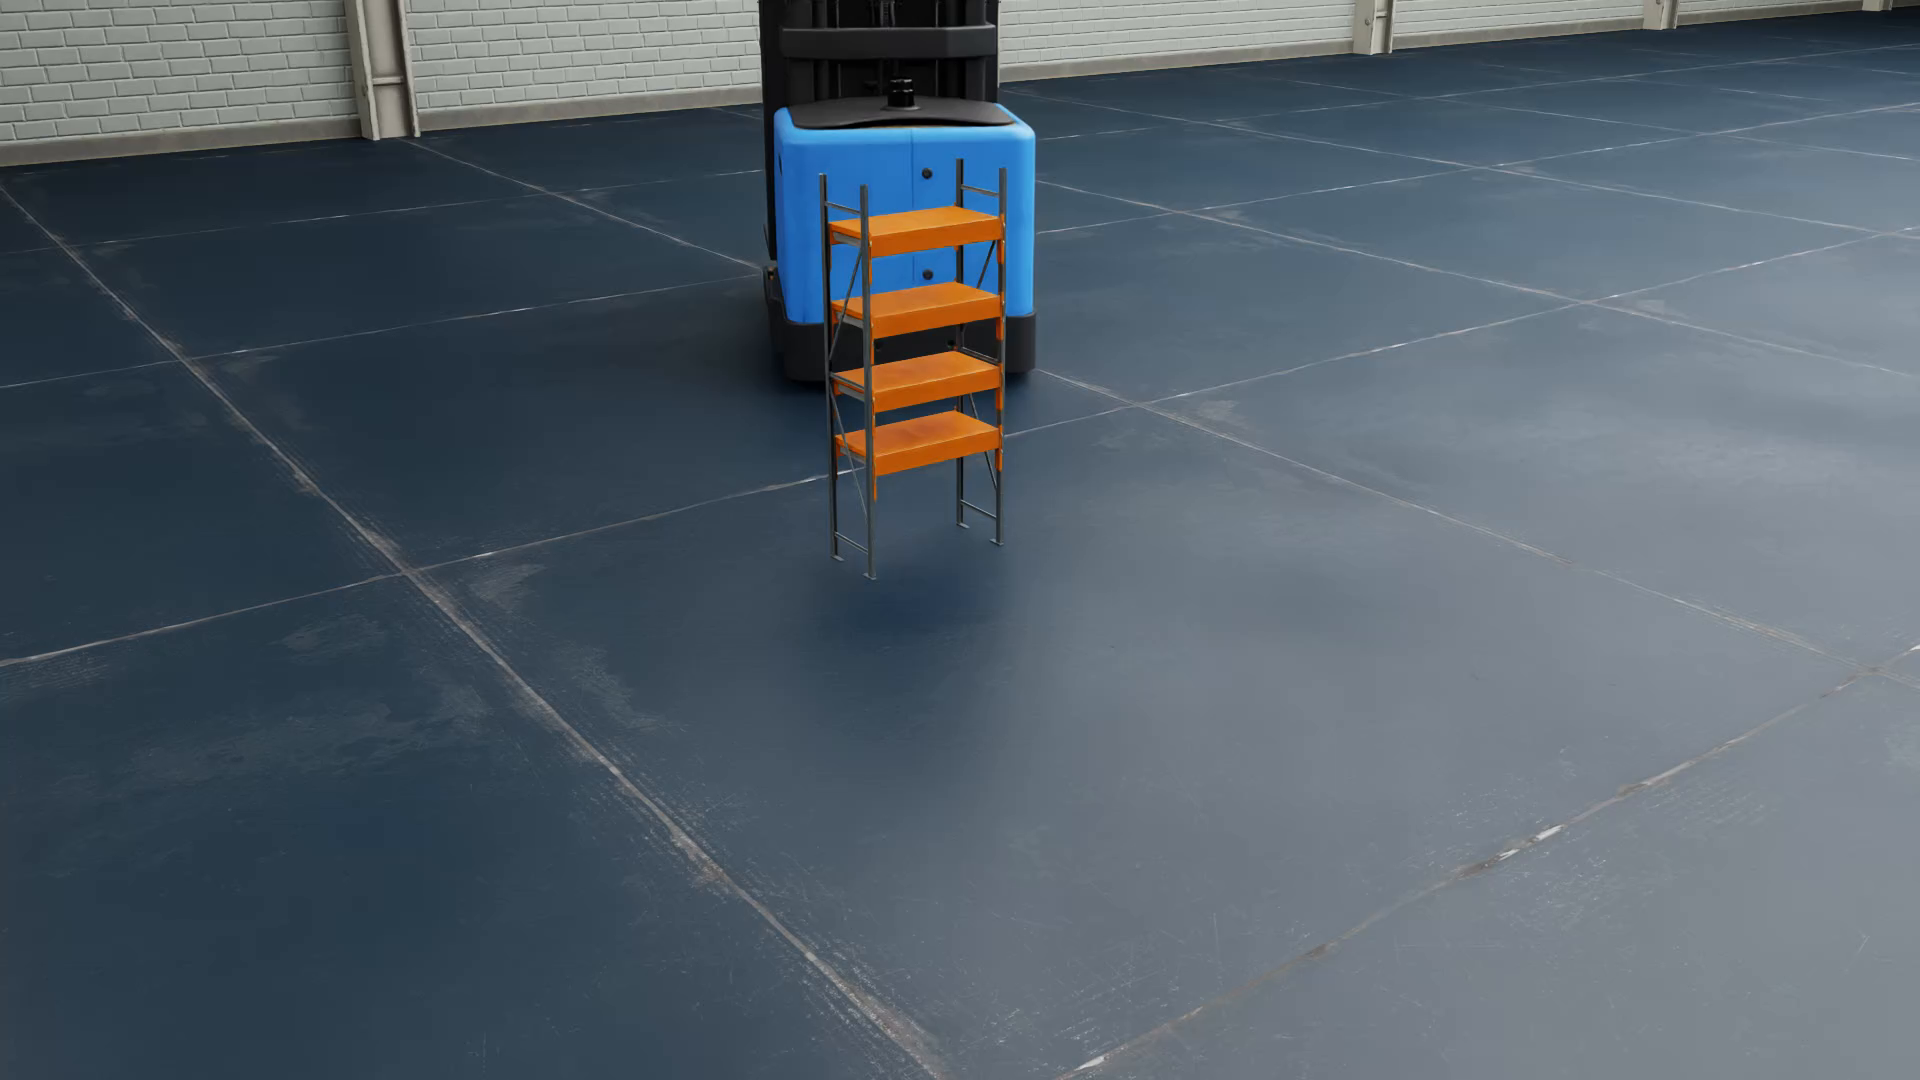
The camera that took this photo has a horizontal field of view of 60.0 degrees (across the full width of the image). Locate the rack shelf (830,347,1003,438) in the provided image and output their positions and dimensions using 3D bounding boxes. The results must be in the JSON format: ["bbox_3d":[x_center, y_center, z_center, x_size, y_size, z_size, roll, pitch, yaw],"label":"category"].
[{"bbox_3d":[-0.134,-0.459,5.109,0.480,0.148,0.258,-15,26,-33],"label":"rack shelf"}]

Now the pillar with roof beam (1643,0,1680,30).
[{"bbox_3d":[12.406,-10.131,18.644,0.400,9.000,9.100,-15,26,-33],"label":"pillar with roof beam"}]

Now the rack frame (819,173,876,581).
[{"bbox_3d":[-0.332,-0.469,4.952,0.015,1.200,0.240,-15,26,-33],"label":"rack frame"}]

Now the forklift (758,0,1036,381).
[{"bbox_3d":[-0.404,-2.524,7.768,1.130,2.935,3.031,-3,22,-8],"label":"forklift"}]

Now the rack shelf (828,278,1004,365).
[{"bbox_3d":[-0.134,-0.667,5.026,0.480,0.148,0.258,-15,26,-33],"label":"rack shelf"}]

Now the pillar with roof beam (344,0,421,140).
[{"bbox_3d":[-2.205,-6.235,8.880,0.400,9.000,9.100,-15,26,-33],"label":"pillar with roof beam"}]

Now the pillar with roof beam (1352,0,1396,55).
[{"bbox_3d":[7.536,-8.833,15.389,0.400,9.000,9.100,-15,26,-33],"label":"pillar with roof beam"}]

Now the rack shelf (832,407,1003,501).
[{"bbox_3d":[-0.134,-0.275,5.183,0.480,0.148,0.258,-15,26,-33],"label":"rack shelf"}]

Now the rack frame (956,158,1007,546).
[{"bbox_3d":[0.064,-0.574,5.217,0.015,1.200,0.240,-15,26,-33],"label":"rack frame"}]

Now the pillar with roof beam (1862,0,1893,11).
[{"bbox_3d":[17.277,-11.430,21.899,0.400,9.000,9.100,-15,26,-33],"label":"pillar with roof beam"}]

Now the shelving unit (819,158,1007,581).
[{"bbox_3d":[-0.134,-0.521,5.084,0.503,1.200,0.258,-15,26,-33],"label":"shelving unit"}]

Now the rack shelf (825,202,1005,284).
[{"bbox_3d":[-0.134,-0.886,4.939,0.480,0.148,0.258,-15,26,-33],"label":"rack shelf"}]

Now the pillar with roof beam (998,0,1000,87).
[{"bbox_3d":[2.666,-7.534,12.135,0.400,9.000,9.100,-15,26,-33],"label":"pillar with roof beam"}]
